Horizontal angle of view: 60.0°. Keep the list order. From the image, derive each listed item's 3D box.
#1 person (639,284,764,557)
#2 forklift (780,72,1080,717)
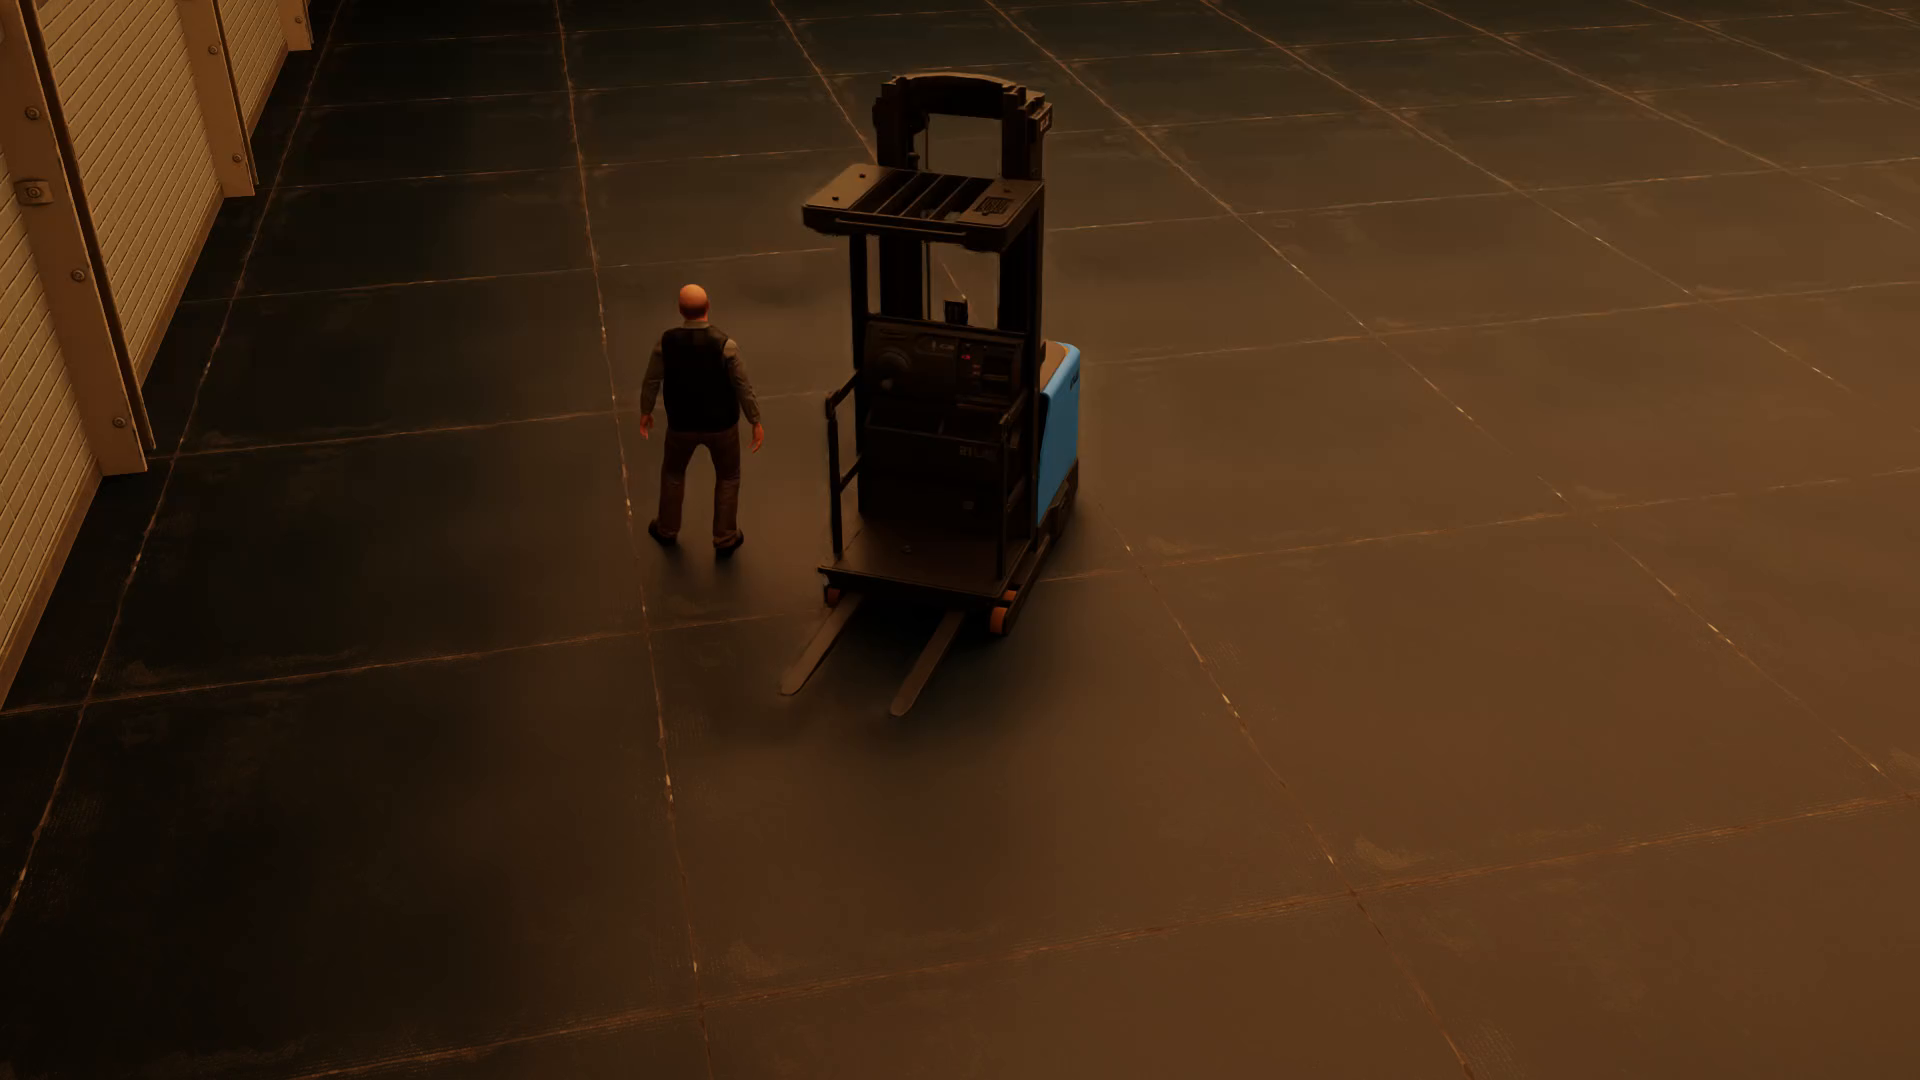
[{"bbox_3d":[-1.582,-0.713,10.047,0.823,1.695,0.390,2,30,4],"label":"person"},{"bbox_3d":[-0.161,-0.946,9.209,1.130,2.935,3.031,9,31,15],"label":"forklift"}]
